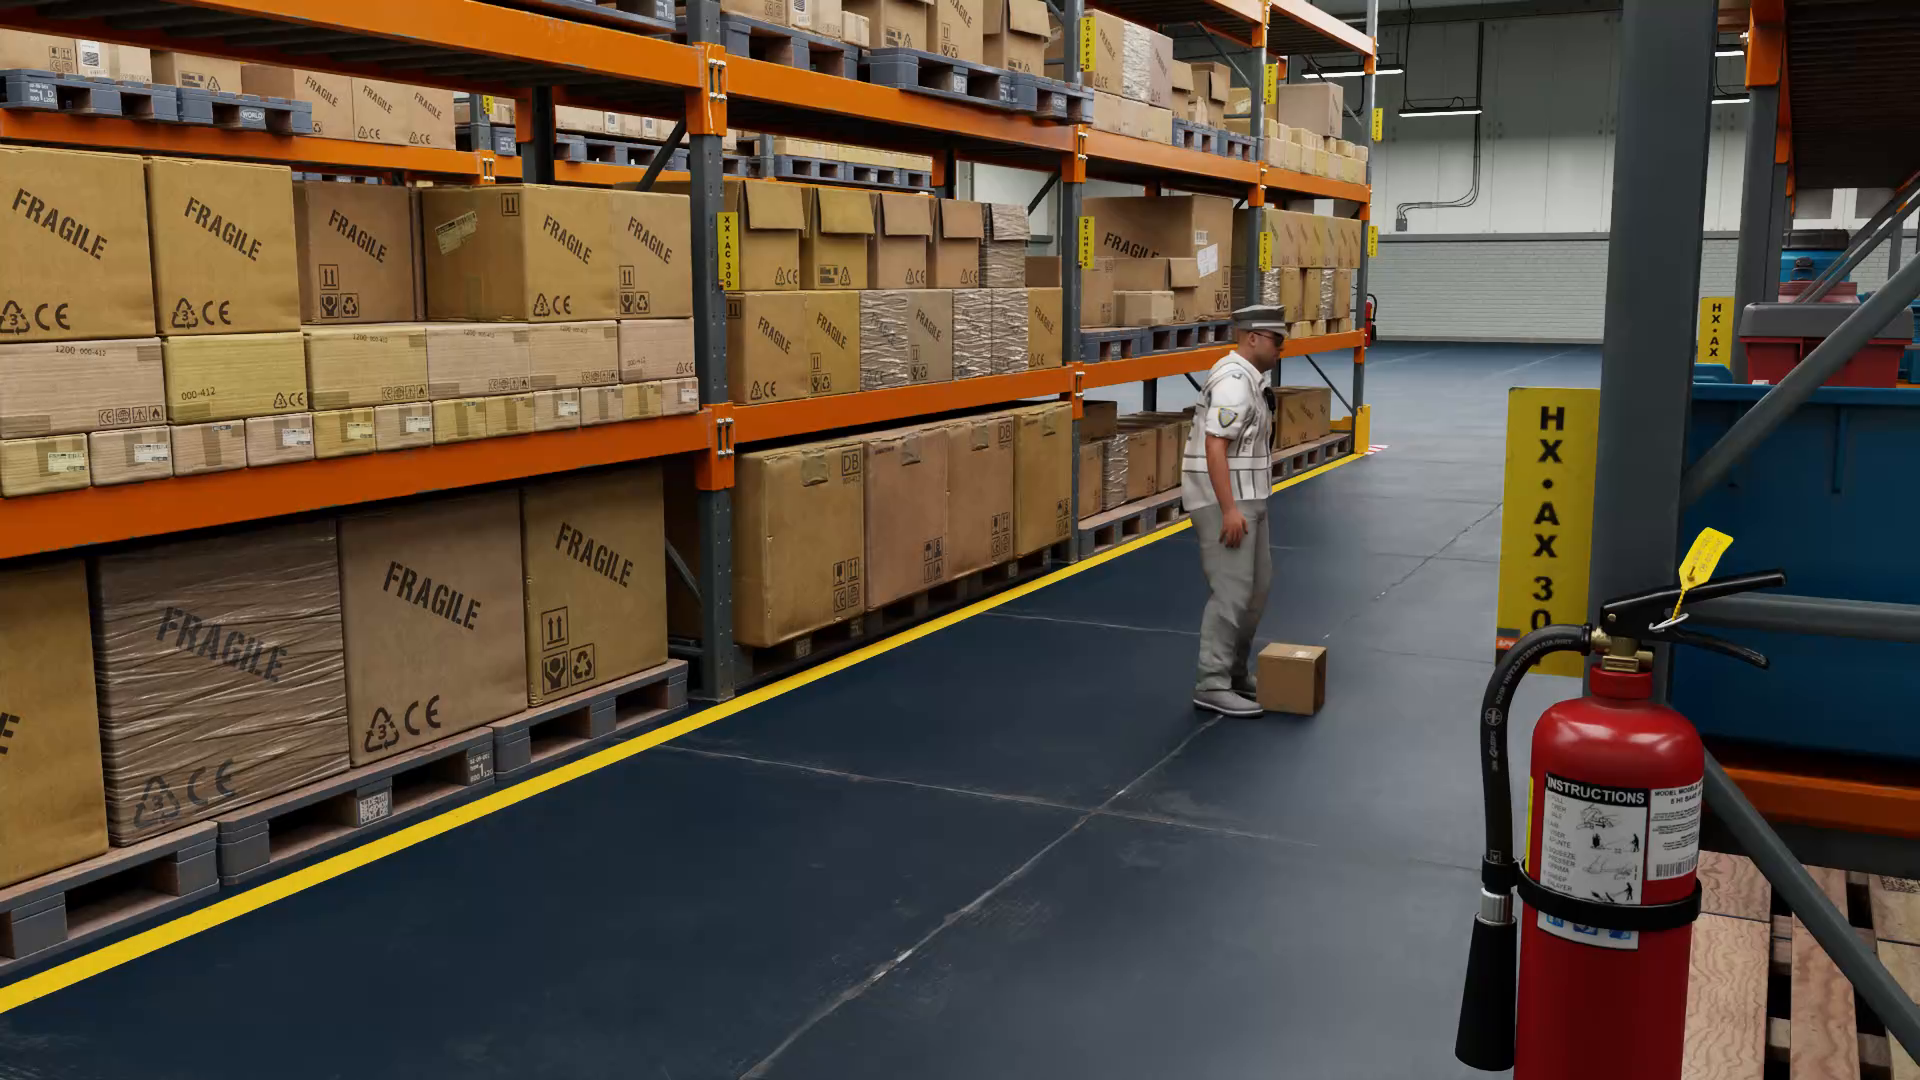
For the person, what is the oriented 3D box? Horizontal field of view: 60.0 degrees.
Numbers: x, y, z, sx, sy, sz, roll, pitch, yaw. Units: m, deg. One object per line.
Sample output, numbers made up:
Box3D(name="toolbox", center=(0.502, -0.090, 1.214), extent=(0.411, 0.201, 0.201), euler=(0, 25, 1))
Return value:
Box3D(name="person", center=(1.201, -0.151, 7.294), extent=(0.437, 1.747, 0.603), euler=(4, 10, 22))
